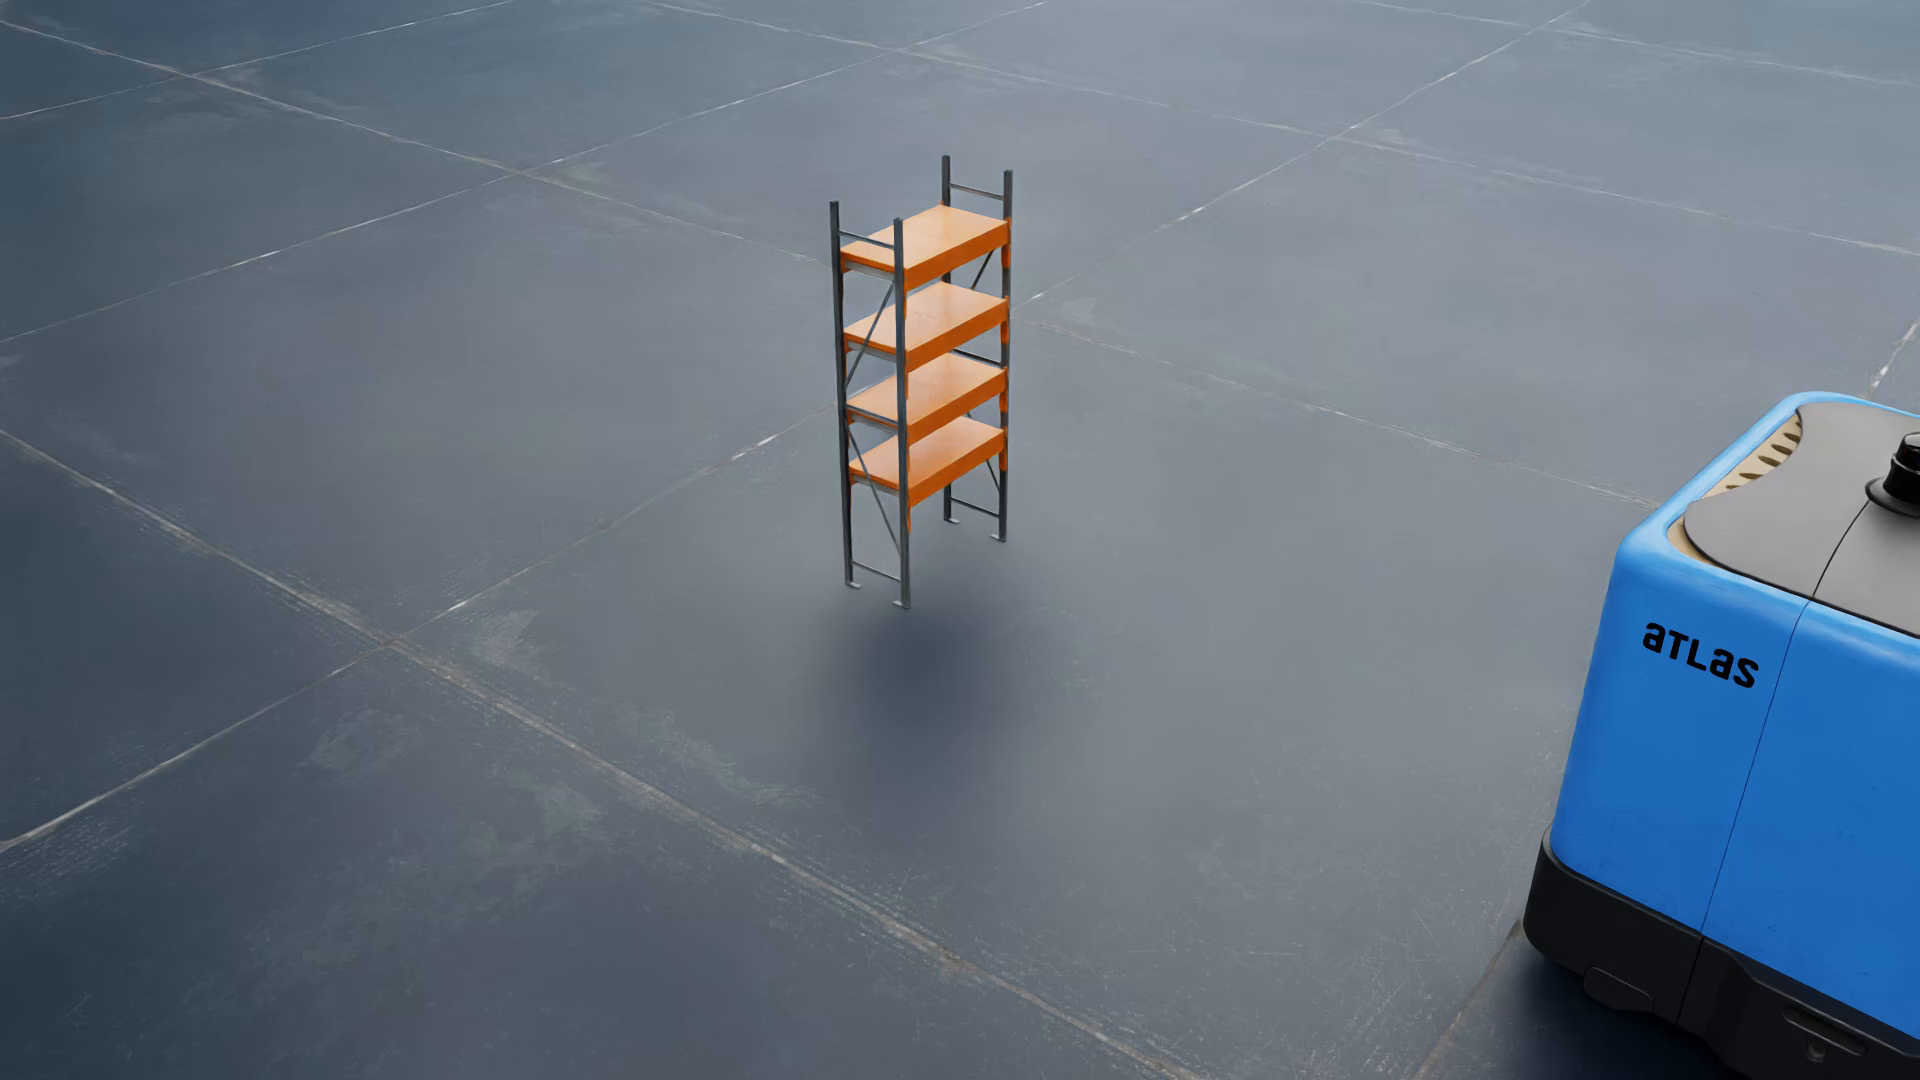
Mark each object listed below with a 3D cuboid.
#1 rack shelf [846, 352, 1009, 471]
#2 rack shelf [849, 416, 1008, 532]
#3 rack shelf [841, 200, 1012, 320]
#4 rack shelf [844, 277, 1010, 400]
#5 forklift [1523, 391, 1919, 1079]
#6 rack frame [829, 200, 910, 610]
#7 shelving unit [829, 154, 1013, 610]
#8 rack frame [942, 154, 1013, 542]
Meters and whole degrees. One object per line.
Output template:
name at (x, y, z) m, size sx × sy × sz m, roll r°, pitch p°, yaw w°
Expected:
rack shelf at (-0.100, -0.391, 4.865) m, size 0.258 × 0.148 × 0.480 m, roll 21°, pitch 37°, yaw 31°
rack shelf at (-0.100, -0.220, 4.966) m, size 0.258 × 0.148 × 0.480 m, roll 21°, pitch 37°, yaw 31°
rack shelf at (-0.100, -0.787, 4.630) m, size 0.258 × 0.148 × 0.480 m, roll 21°, pitch 37°, yaw 31°
rack shelf at (-0.100, -0.583, 4.751) m, size 0.258 × 0.148 × 0.480 m, roll 21°, pitch 37°, yaw 31°
forklift at (2.663, -0.003, 2.380) m, size 3.031 × 2.935 × 1.130 m, roll 25°, pitch 39°, yaw 36°
rack frame at (-0.247, -0.350, 4.663) m, size 0.240 × 1.200 × 0.015 m, roll 21°, pitch 37°, yaw 31°
shelving unit at (-0.100, -0.449, 4.831) m, size 0.258 × 1.200 × 0.503 m, roll 21°, pitch 37°, yaw 31°
rack frame at (0.047, -0.548, 4.998) m, size 0.240 × 1.200 × 0.015 m, roll 21°, pitch 37°, yaw 31°
